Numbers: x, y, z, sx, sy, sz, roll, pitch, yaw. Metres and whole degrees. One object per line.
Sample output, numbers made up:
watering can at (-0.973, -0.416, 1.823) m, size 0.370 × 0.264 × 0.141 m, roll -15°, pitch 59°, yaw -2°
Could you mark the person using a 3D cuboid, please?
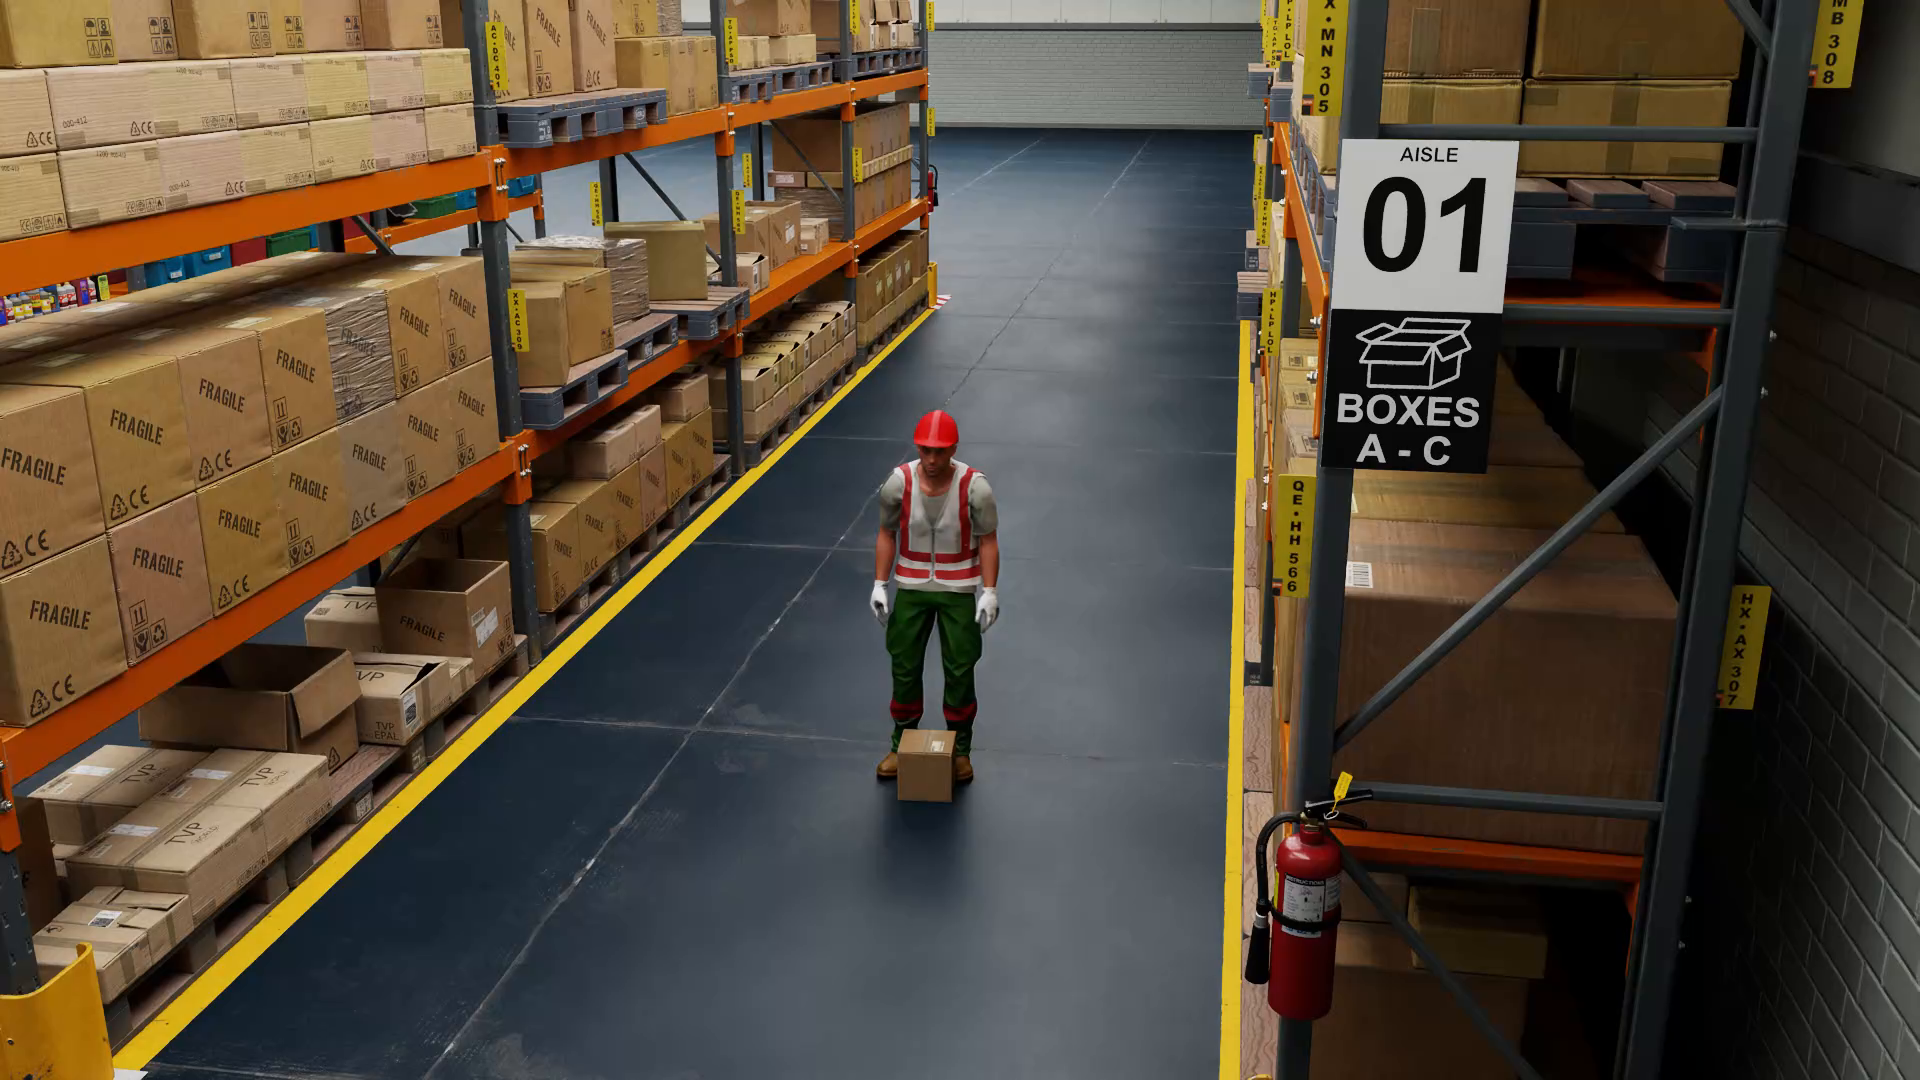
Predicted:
person at (-0.116, 0.255, 7.726) m, size 0.607 × 1.780 × 0.450 m, roll 3°, pitch 18°, yaw 9°
